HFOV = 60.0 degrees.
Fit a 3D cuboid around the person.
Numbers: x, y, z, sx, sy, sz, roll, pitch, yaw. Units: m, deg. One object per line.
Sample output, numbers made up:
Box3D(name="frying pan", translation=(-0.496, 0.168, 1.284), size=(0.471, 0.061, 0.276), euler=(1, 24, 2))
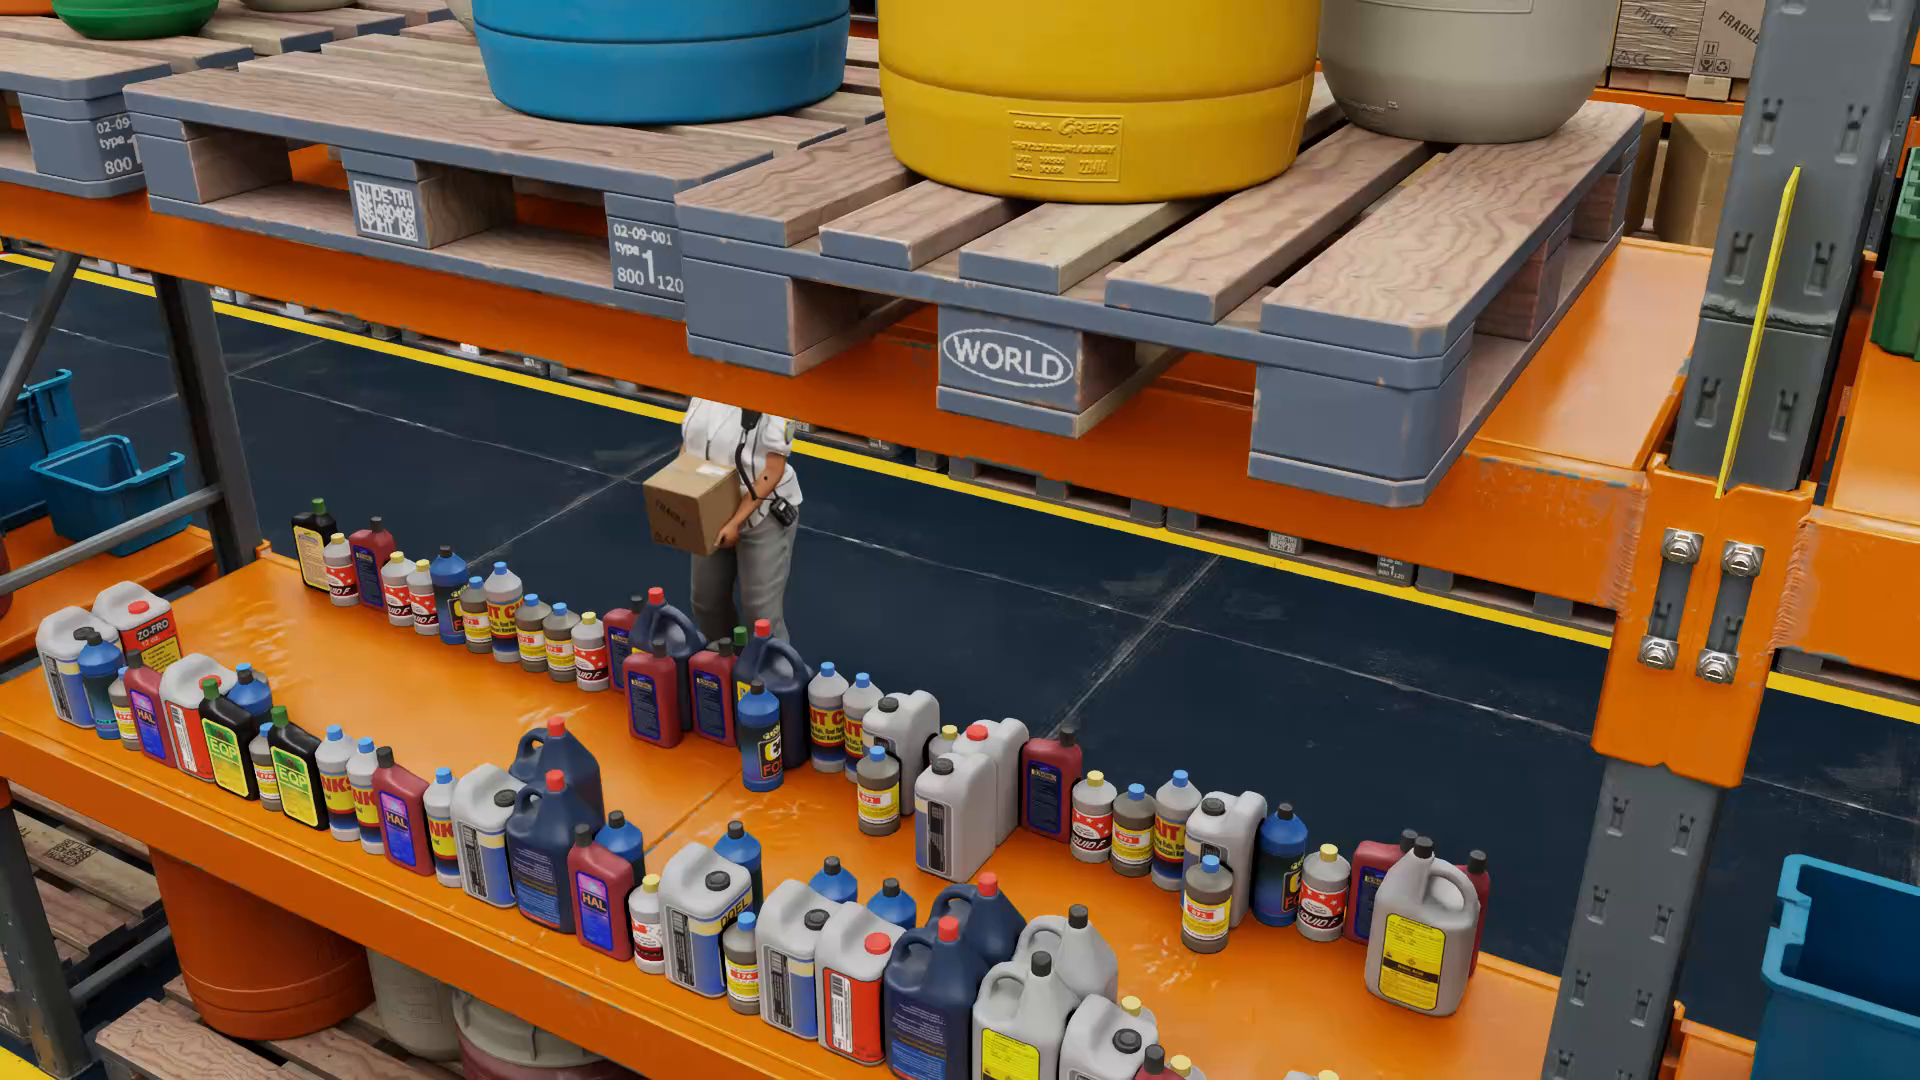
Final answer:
Box3D(name="person", translation=(-0.850, -0.054, 6.231), size=(0.452, 1.653, 0.534), euler=(15, 30, 27))
